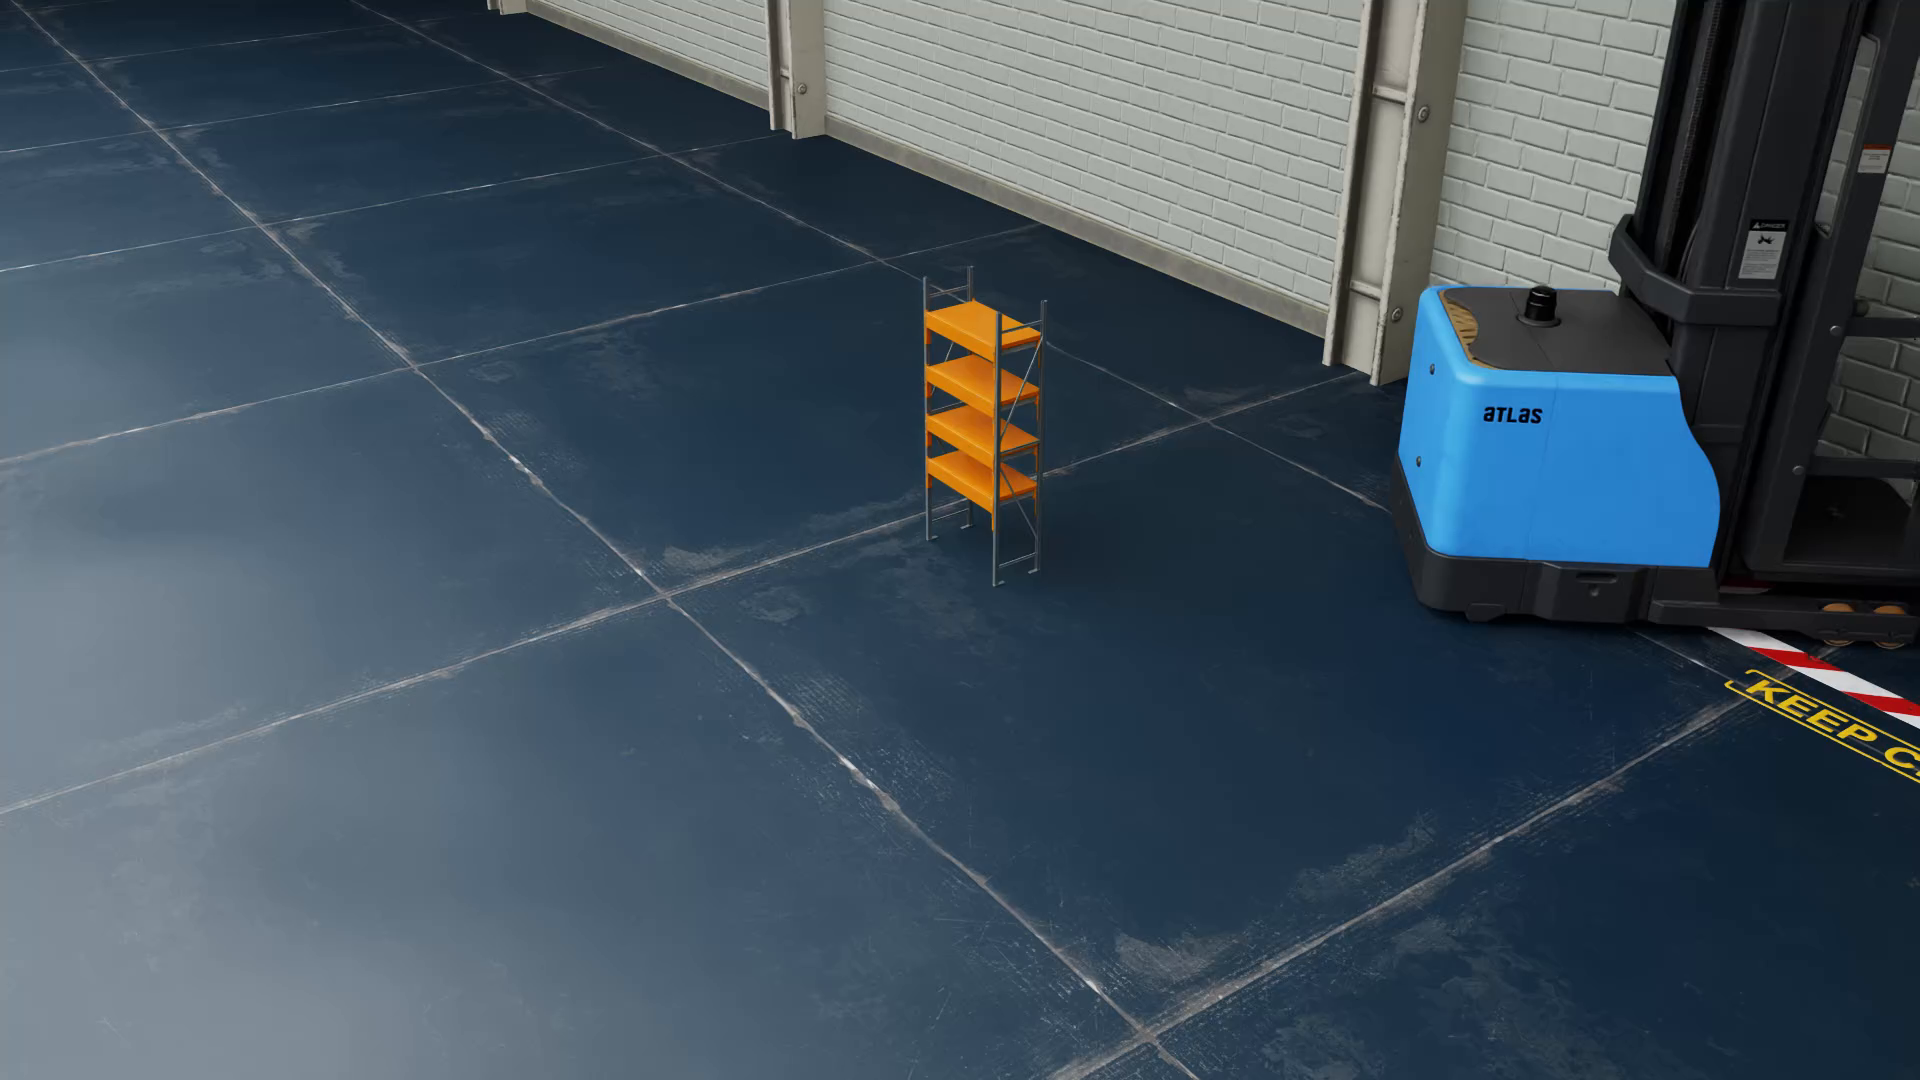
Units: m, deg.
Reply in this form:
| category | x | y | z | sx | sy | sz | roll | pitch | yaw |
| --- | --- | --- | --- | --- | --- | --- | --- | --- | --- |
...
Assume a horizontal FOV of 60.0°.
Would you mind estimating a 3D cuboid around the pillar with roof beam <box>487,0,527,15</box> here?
| category | x | y | z | sx | sy | sz | roll | pitch | yaw |
| --- | --- | --- | --- | --- | --- | --- | --- | --- | --- |
| pillar with roof beam | -8.266 | -8.354 | 13.203 | 9.100 | 9.000 | 0.400 | -19 | 34 | -31 |

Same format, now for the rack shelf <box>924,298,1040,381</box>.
| category | x | y | z | sx | sy | sz | roll | pitch | yaw |
| --- | --- | --- | --- | --- | --- | --- | --- | --- | --- |
| rack shelf | 0.096 | -0.808 | 6.658 | 0.258 | 0.148 | 0.480 | -19 | 34 | -31 |

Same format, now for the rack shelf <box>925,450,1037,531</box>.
| category | x | y | z | sx | sy | sz | roll | pitch | yaw |
| --- | --- | --- | --- | --- | --- | --- | --- | --- | --- |
| rack shelf | 0.096 | -0.229 | 6.972 | 0.258 | 0.148 | 0.480 | -19 | 34 | -31 |

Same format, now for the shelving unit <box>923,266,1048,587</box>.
| category | x | y | z | sx | sy | sz | roll | pitch | yaw |
| --- | --- | --- | --- | --- | --- | --- | --- | --- | --- |
| shelving unit | 0.096 | -0.463 | 6.845 | 0.258 | 1.200 | 0.503 | -19 | 34 | -31 |

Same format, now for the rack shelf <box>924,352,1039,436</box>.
| category | x | y | z | sx | sy | sz | roll | pitch | yaw |
| --- | --- | --- | --- | --- | --- | --- | --- | --- | --- |
| rack shelf | 0.096 | -0.600 | 6.771 | 0.258 | 0.148 | 0.480 | -19 | 34 | -31 |

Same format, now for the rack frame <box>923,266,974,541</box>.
| category | x | y | z | sx | sy | sz | roll | pitch | yaw |
| --- | --- | --- | --- | --- | --- | --- | --- | --- | --- |
| rack frame | -0.046 | -0.558 | 7.020 | 0.240 | 1.200 | 0.015 | -19 | 34 | -31 |

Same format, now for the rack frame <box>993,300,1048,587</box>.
| category | x | y | z | sx | sy | sz | roll | pitch | yaw |
| --- | --- | --- | --- | --- | --- | --- | --- | --- | --- |
| rack frame | 0.238 | -0.368 | 6.670 | 0.240 | 1.200 | 0.015 | -19 | 34 | -31 |

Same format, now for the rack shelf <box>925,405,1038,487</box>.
| category | x | y | z | sx | sy | sz | roll | pitch | yaw |
| --- | --- | --- | --- | --- | --- | --- | --- | --- | --- |
| rack shelf | 0.096 | -0.404 | 6.877 | 0.258 | 0.148 | 0.480 | -19 | 34 | -31 |

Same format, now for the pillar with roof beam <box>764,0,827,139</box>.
| category | x | y | z | sx | sy | sz | roll | pitch | yaw |
| --- | --- | --- | --- | --- | --- | --- | --- | --- | --- |
| pillar with roof beam | -4.786 | -6.021 | 8.908 | 9.100 | 9.000 | 0.400 | -19 | 34 | -31 |

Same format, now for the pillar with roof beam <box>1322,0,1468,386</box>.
| category | x | y | z | sx | sy | sz | roll | pitch | yaw |
| --- | --- | --- | --- | --- | --- | --- | --- | --- | --- |
| pillar with roof beam | -1.306 | -3.689 | 4.613 | 9.100 | 9.000 | 0.400 | -19 | 34 | -31 |

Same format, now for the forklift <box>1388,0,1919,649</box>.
| category | x | y | z | sx | sy | sz | roll | pitch | yaw |
| --- | --- | --- | --- | --- | --- | --- | --- | --- | --- |
| forklift | 3.381 | -1.131 | 6.261 | 3.031 | 2.935 | 1.130 | 3 | 29 | 5 |
